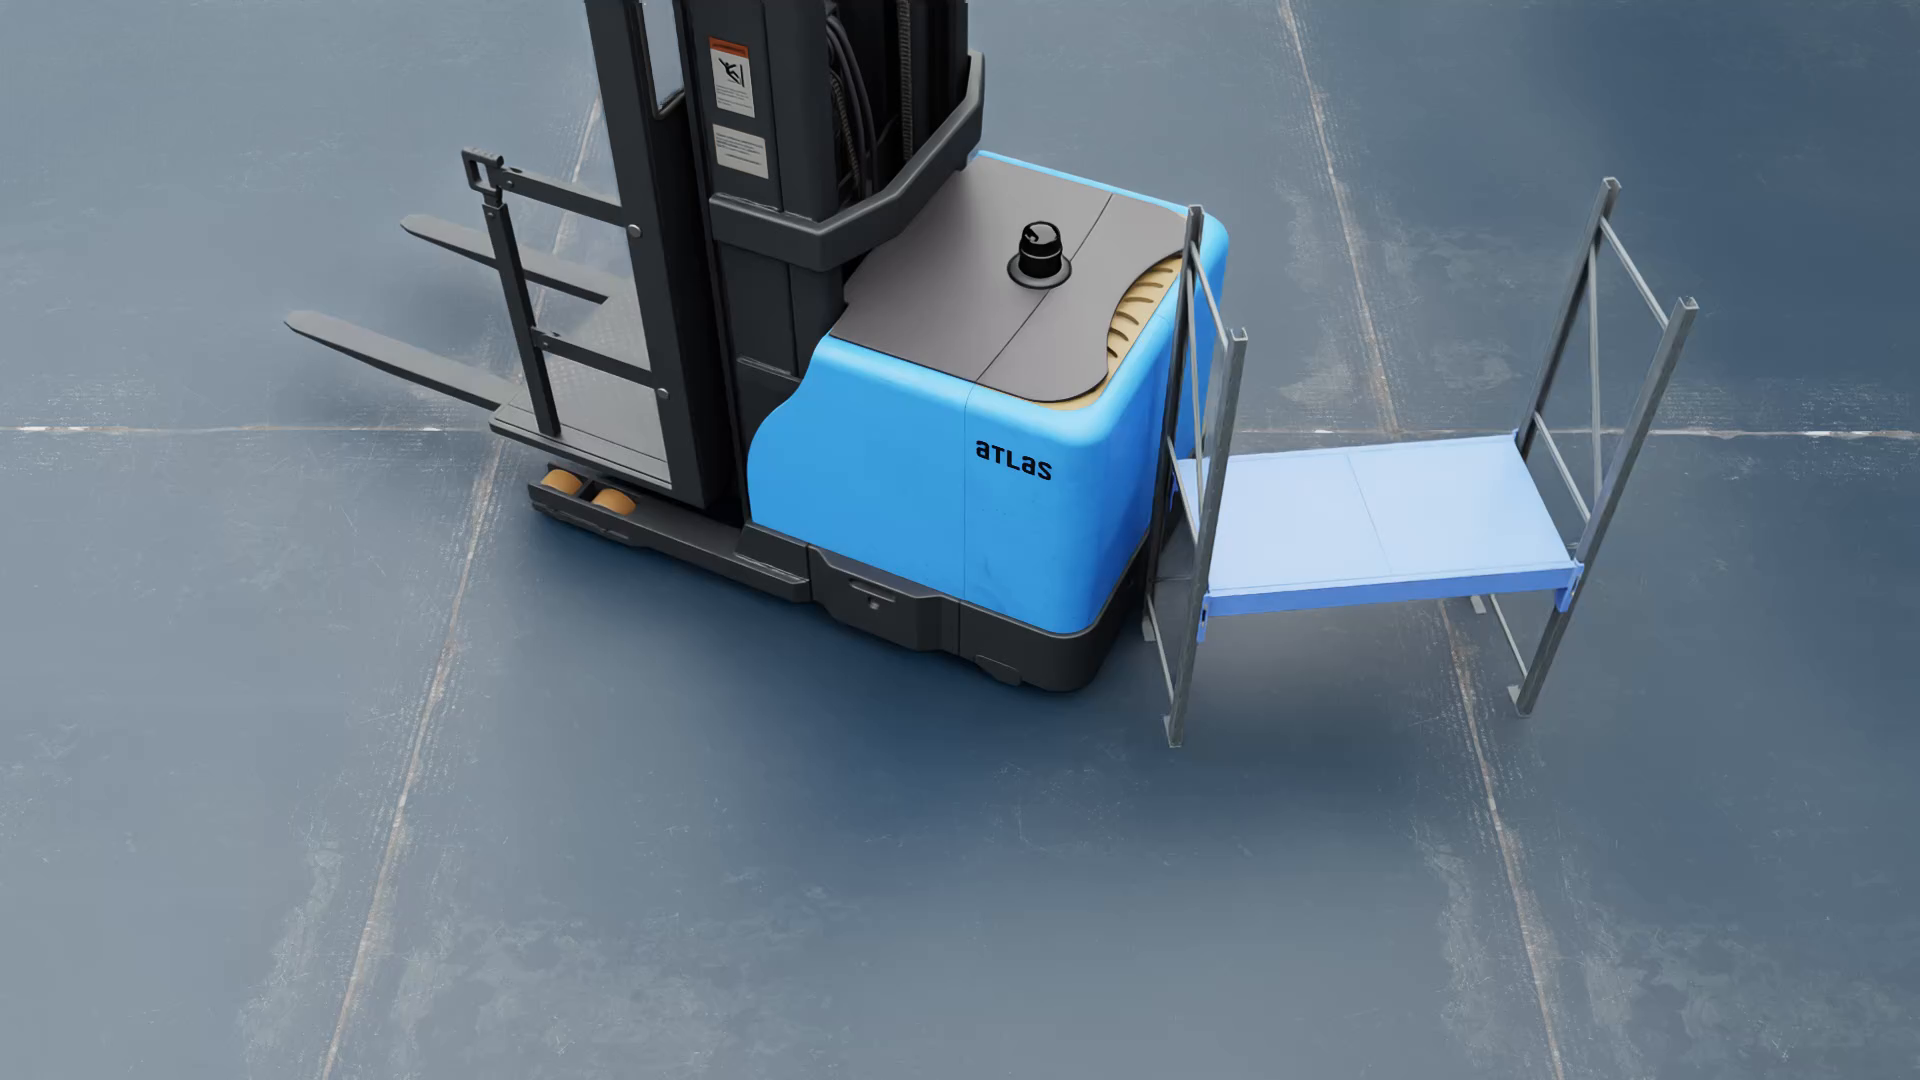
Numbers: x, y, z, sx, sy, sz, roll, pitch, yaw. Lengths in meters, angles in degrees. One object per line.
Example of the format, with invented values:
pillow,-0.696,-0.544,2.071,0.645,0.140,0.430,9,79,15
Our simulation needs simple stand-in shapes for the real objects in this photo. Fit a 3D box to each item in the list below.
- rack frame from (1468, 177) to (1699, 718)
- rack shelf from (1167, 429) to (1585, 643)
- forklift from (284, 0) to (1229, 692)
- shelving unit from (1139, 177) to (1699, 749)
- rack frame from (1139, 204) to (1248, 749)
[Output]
rack frame,1.594,-0.182,4.395,0.032,1.500,0.500,-4,47,-4
rack shelf,1.089,-0.020,4.490,1.000,0.185,0.538,-4,47,-4
forklift,-0.791,-1.323,4.479,3.031,2.935,1.130,20,50,17
shelving unit,1.089,-0.143,4.358,1.048,1.500,0.538,-4,47,-4
rack frame,0.583,-0.103,4.322,0.032,1.500,0.500,-4,47,-4
